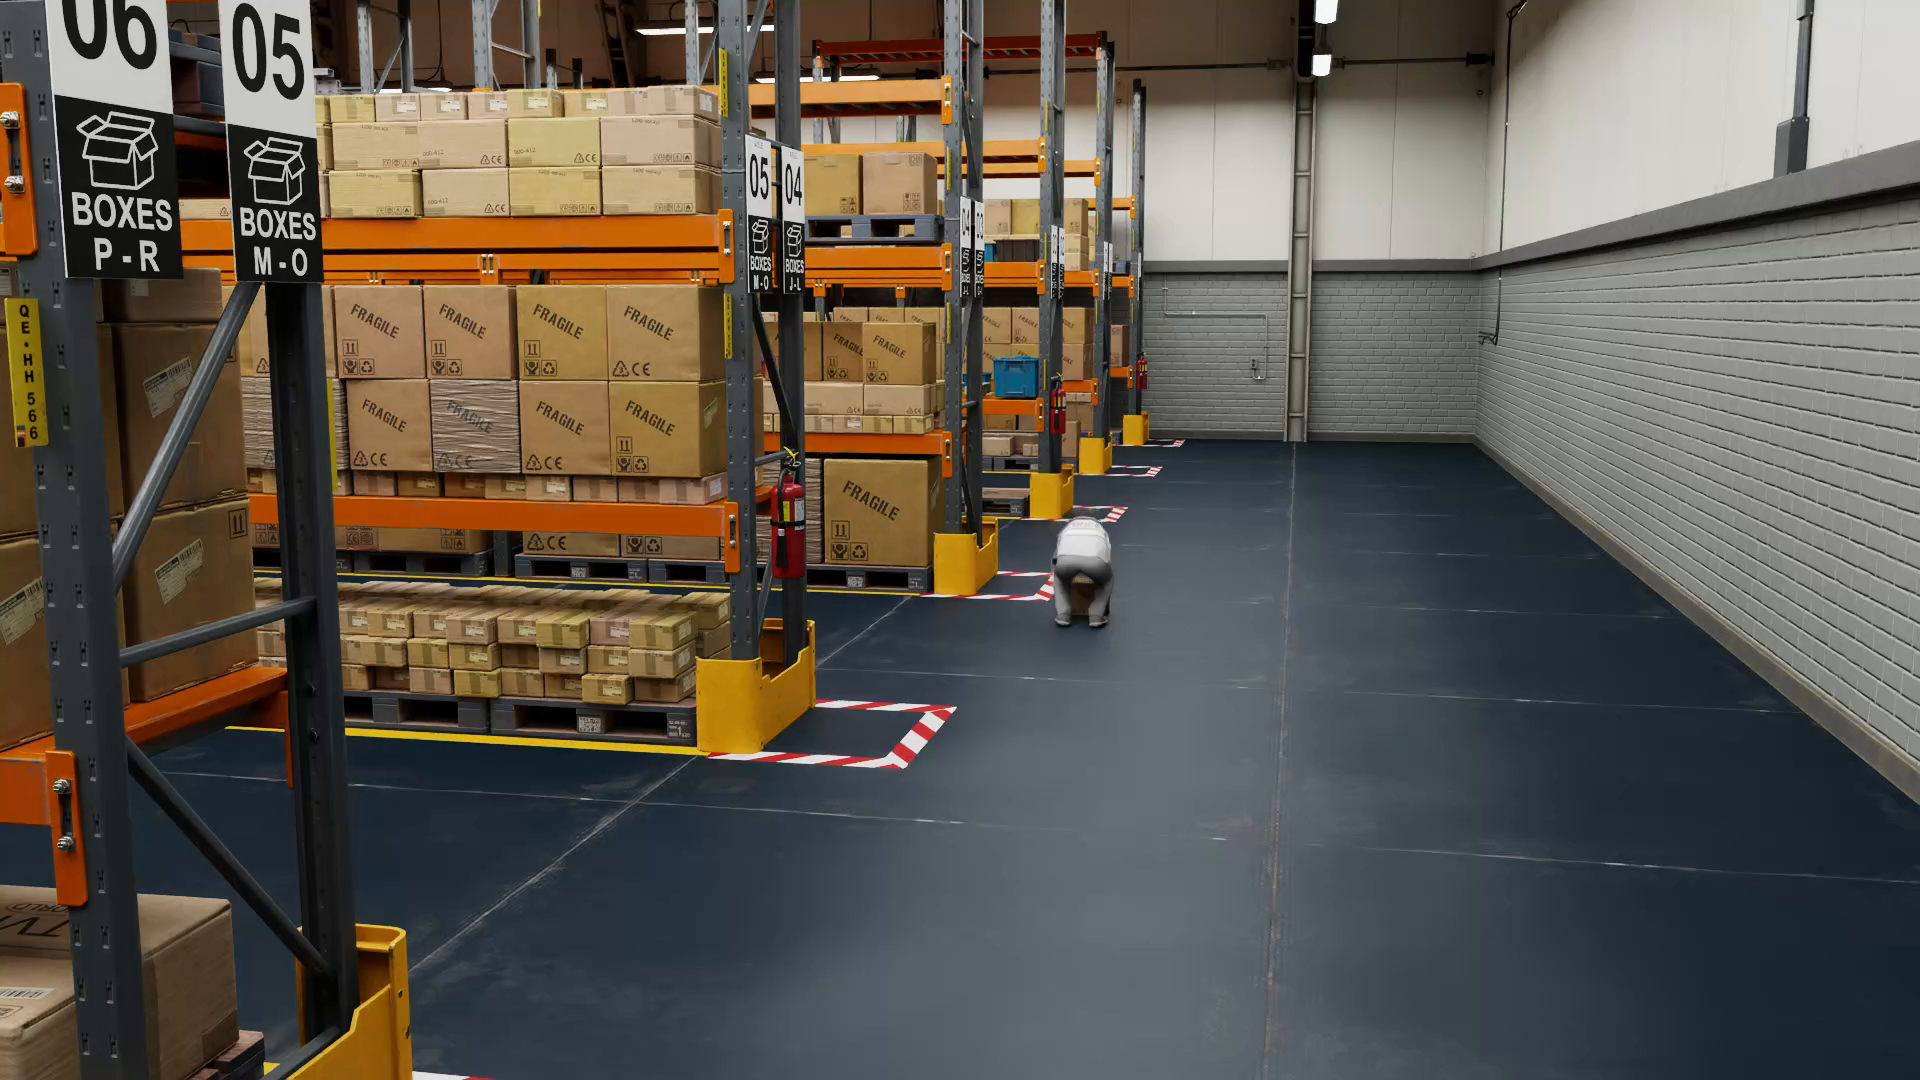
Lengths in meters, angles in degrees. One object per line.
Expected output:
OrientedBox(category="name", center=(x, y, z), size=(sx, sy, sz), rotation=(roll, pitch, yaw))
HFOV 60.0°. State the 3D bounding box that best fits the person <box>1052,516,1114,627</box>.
OrientedBox(category="person", center=(0.924, 0.239, 12.433), size=(0.458, 0.768, 0.927), rotation=(1, 8, 10))
